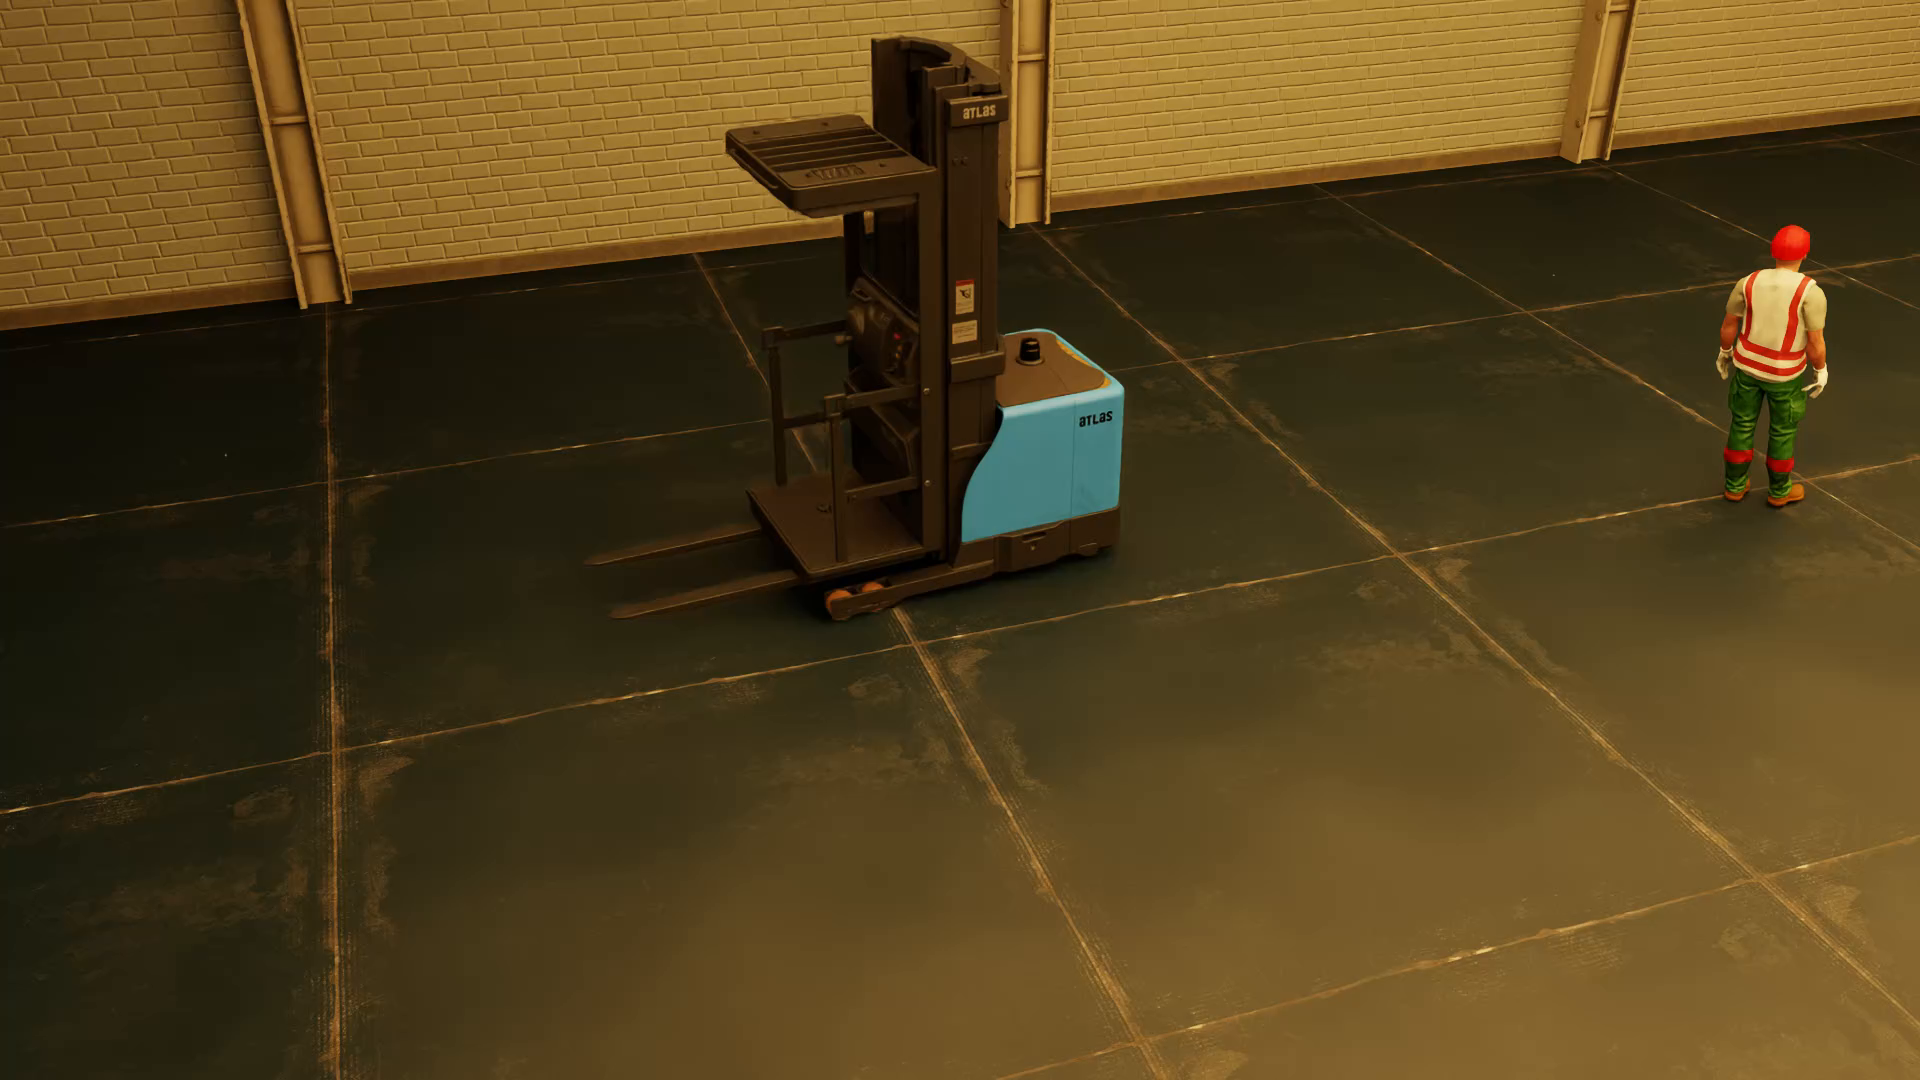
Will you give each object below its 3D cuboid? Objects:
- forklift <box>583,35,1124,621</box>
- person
[{"bbox_3d":[-0.614,-1.122,9.038,3.031,2.935,1.130,-13,32,-21],"label":"forklift"},{"bbox_3d":[4.935,-1.065,10.068,0.564,1.787,0.638,-26,39,-37],"label":"person"}]
